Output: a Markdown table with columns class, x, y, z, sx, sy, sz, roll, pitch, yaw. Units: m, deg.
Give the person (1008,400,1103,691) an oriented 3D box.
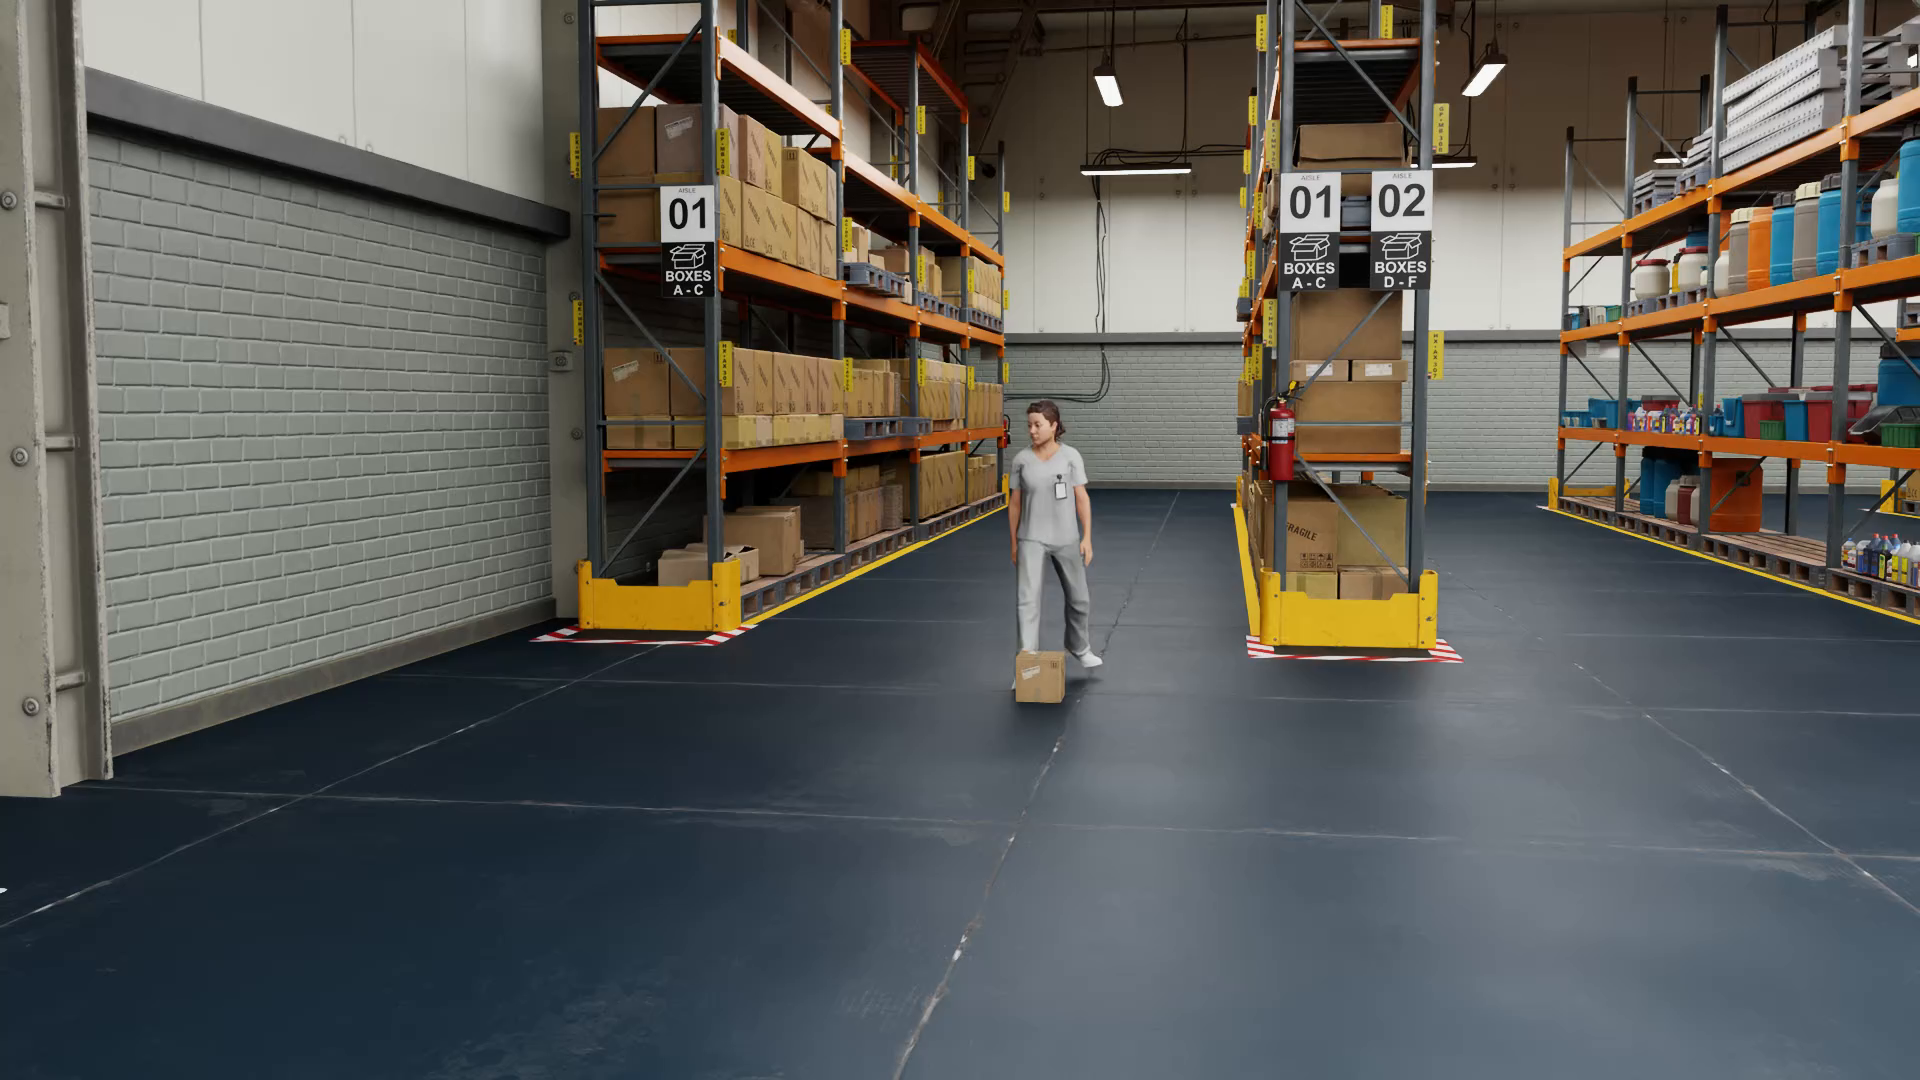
| class | x | y | z | sx | sy | sz | roll | pitch | yaw |
| --- | --- | --- | --- | --- | --- | --- | --- | --- | --- |
| person | 0.563 | 0.010 | 9.688 | 0.567 | 1.653 | 0.901 | 0 | 5 | 2 |
